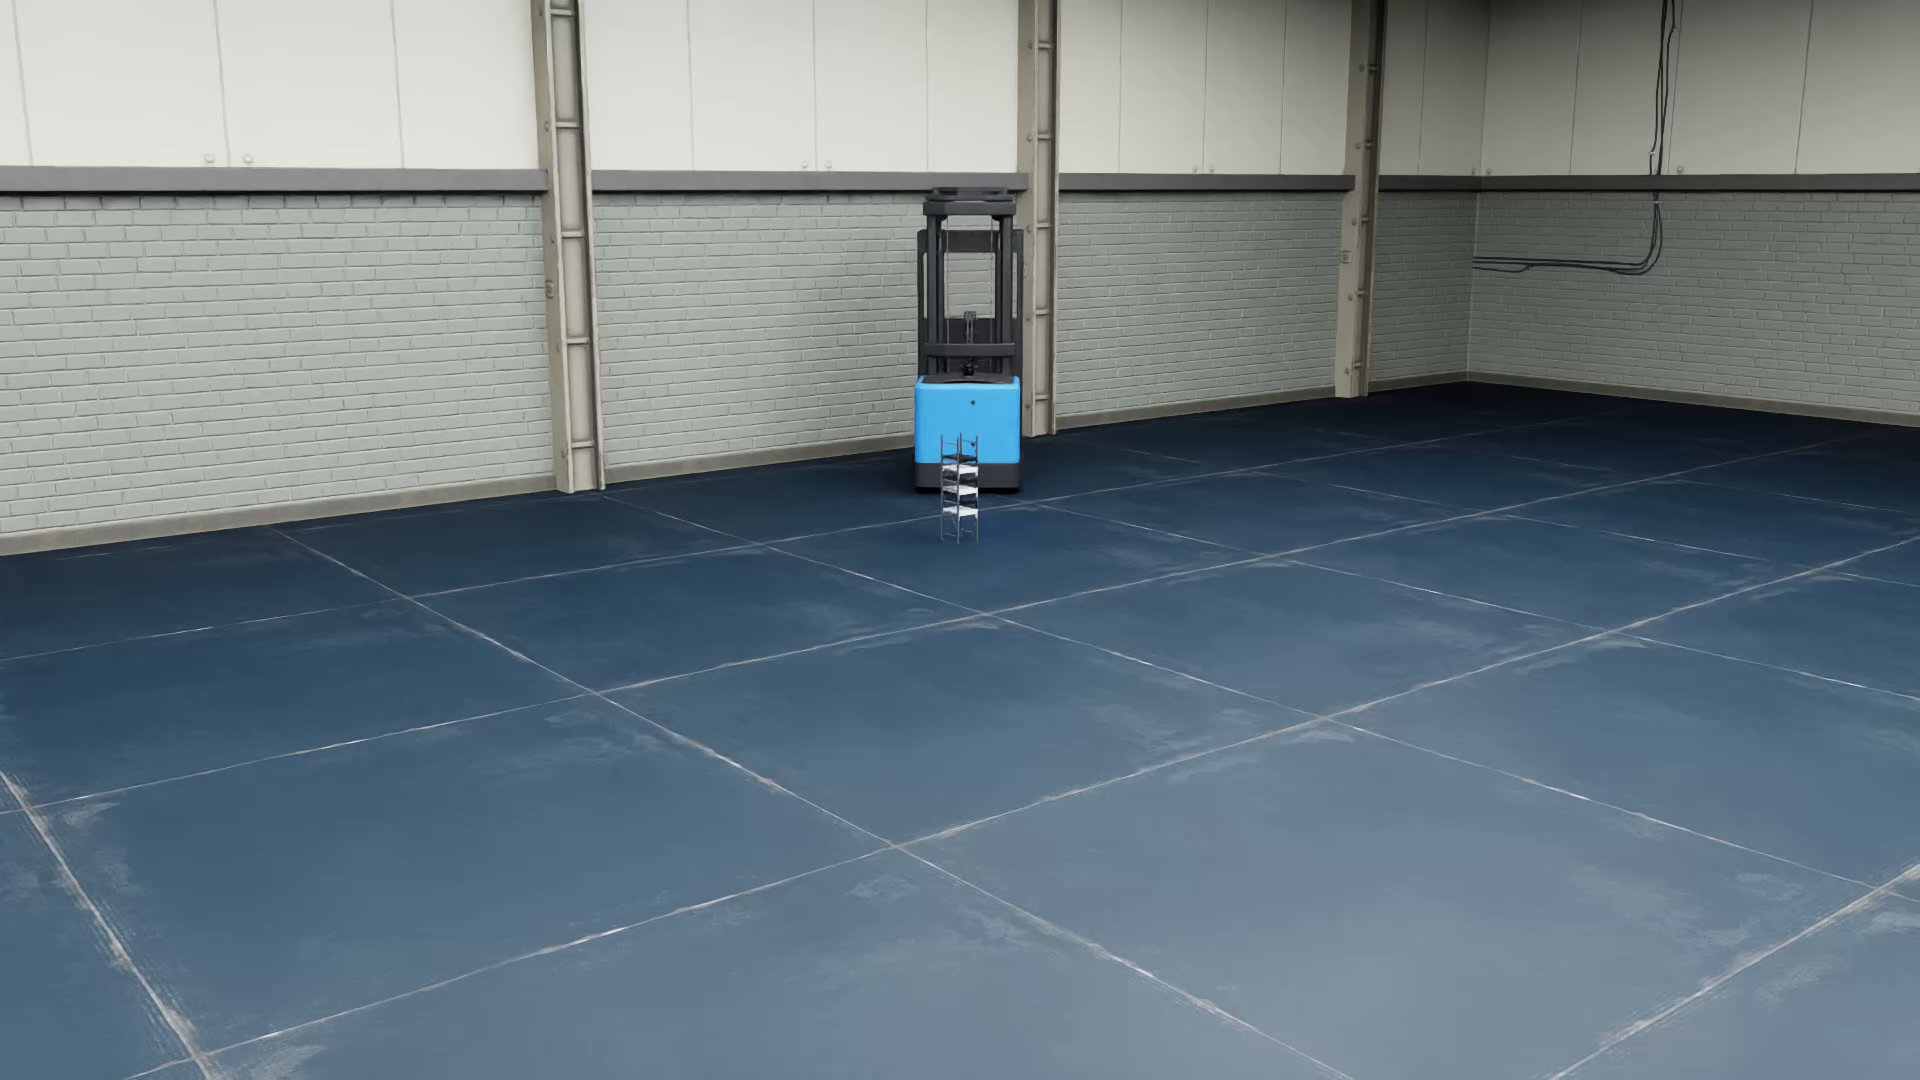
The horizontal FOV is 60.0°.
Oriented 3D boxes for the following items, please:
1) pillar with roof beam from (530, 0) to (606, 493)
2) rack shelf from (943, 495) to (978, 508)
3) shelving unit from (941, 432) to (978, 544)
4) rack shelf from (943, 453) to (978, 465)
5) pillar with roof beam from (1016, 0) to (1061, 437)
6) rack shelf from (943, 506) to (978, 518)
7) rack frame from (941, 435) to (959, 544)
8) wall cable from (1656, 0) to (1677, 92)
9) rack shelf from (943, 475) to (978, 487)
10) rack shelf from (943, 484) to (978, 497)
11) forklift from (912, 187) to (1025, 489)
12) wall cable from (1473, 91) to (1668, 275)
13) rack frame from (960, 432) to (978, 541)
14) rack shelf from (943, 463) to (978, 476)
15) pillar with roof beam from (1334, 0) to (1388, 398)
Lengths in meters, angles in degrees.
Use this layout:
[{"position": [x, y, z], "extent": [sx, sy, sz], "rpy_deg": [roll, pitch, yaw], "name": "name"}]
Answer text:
[{"position": [-1.079, -4.209, 12.288], "extent": [0.400, 9.000, 9.100], "rpy_deg": [-9, 15, -38], "name": "pillar with roof beam"}, {"position": [-0.006, -0.318, 14.056], "extent": [0.200, 0.077, 0.258], "rpy_deg": [-9, 15, -38], "name": "rack shelf"}, {"position": [-0.006, -0.439, 14.030], "extent": [0.210, 0.900, 0.258], "rpy_deg": [-9, 15, -38], "name": "shelving unit"}, {"position": [-0.006, -0.671, 13.981], "extent": [0.200, 0.077, 0.258], "rpy_deg": [-9, 15, -38], "name": "rack shelf"}, {"position": [3.606, -4.988, 15.954], "extent": [0.400, 9.000, 9.100], "rpy_deg": [-9, 15, -38], "name": "pillar with roof beam"}, {"position": [-0.006, -0.230, 14.075], "extent": [0.200, 0.077, 0.258], "rpy_deg": [-9, 15, -38], "name": "rack shelf"}, {"position": [-0.086, -0.426, 13.968], "extent": [0.006, 0.900, 0.240], "rpy_deg": [-9, 15, -38], "name": "rack frame"}, {"position": [10.419, -7.145, 21.431], "extent": [0.112, 2.526, 3.097], "rpy_deg": [-9, 15, -38], "name": "wall cable"}, {"position": [-0.006, -0.495, 14.019], "extent": [0.200, 0.077, 0.258], "rpy_deg": [-9, 15, -38], "name": "rack shelf"}, {"position": [-0.006, -0.407, 14.037], "extent": [0.200, 0.077, 0.258], "rpy_deg": [-9, 15, -38], "name": "rack shelf"}, {"position": [0.115, -2.187, 17.374], "extent": [1.130, 2.935, 3.031], "rpy_deg": [0, 12, 2], "name": "forklift"}, {"position": [8.729, -5.114, 24.022], "extent": [0.112, 2.526, 3.097], "rpy_deg": [-9, 15, -38], "name": "wall cable"}, {"position": [0.073, -0.452, 14.092], "extent": [0.006, 0.900, 0.240], "rpy_deg": [-9, 15, -38], "name": "rack frame"}, {"position": [-0.006, -0.583, 14.000], "extent": [0.200, 0.077, 0.258], "rpy_deg": [-9, 15, -38], "name": "rack shelf"}, {"position": [8.291, -5.767, 19.621], "extent": [0.400, 9.000, 9.100], "rpy_deg": [-9, 15, -38], "name": "pillar with roof beam"}]
